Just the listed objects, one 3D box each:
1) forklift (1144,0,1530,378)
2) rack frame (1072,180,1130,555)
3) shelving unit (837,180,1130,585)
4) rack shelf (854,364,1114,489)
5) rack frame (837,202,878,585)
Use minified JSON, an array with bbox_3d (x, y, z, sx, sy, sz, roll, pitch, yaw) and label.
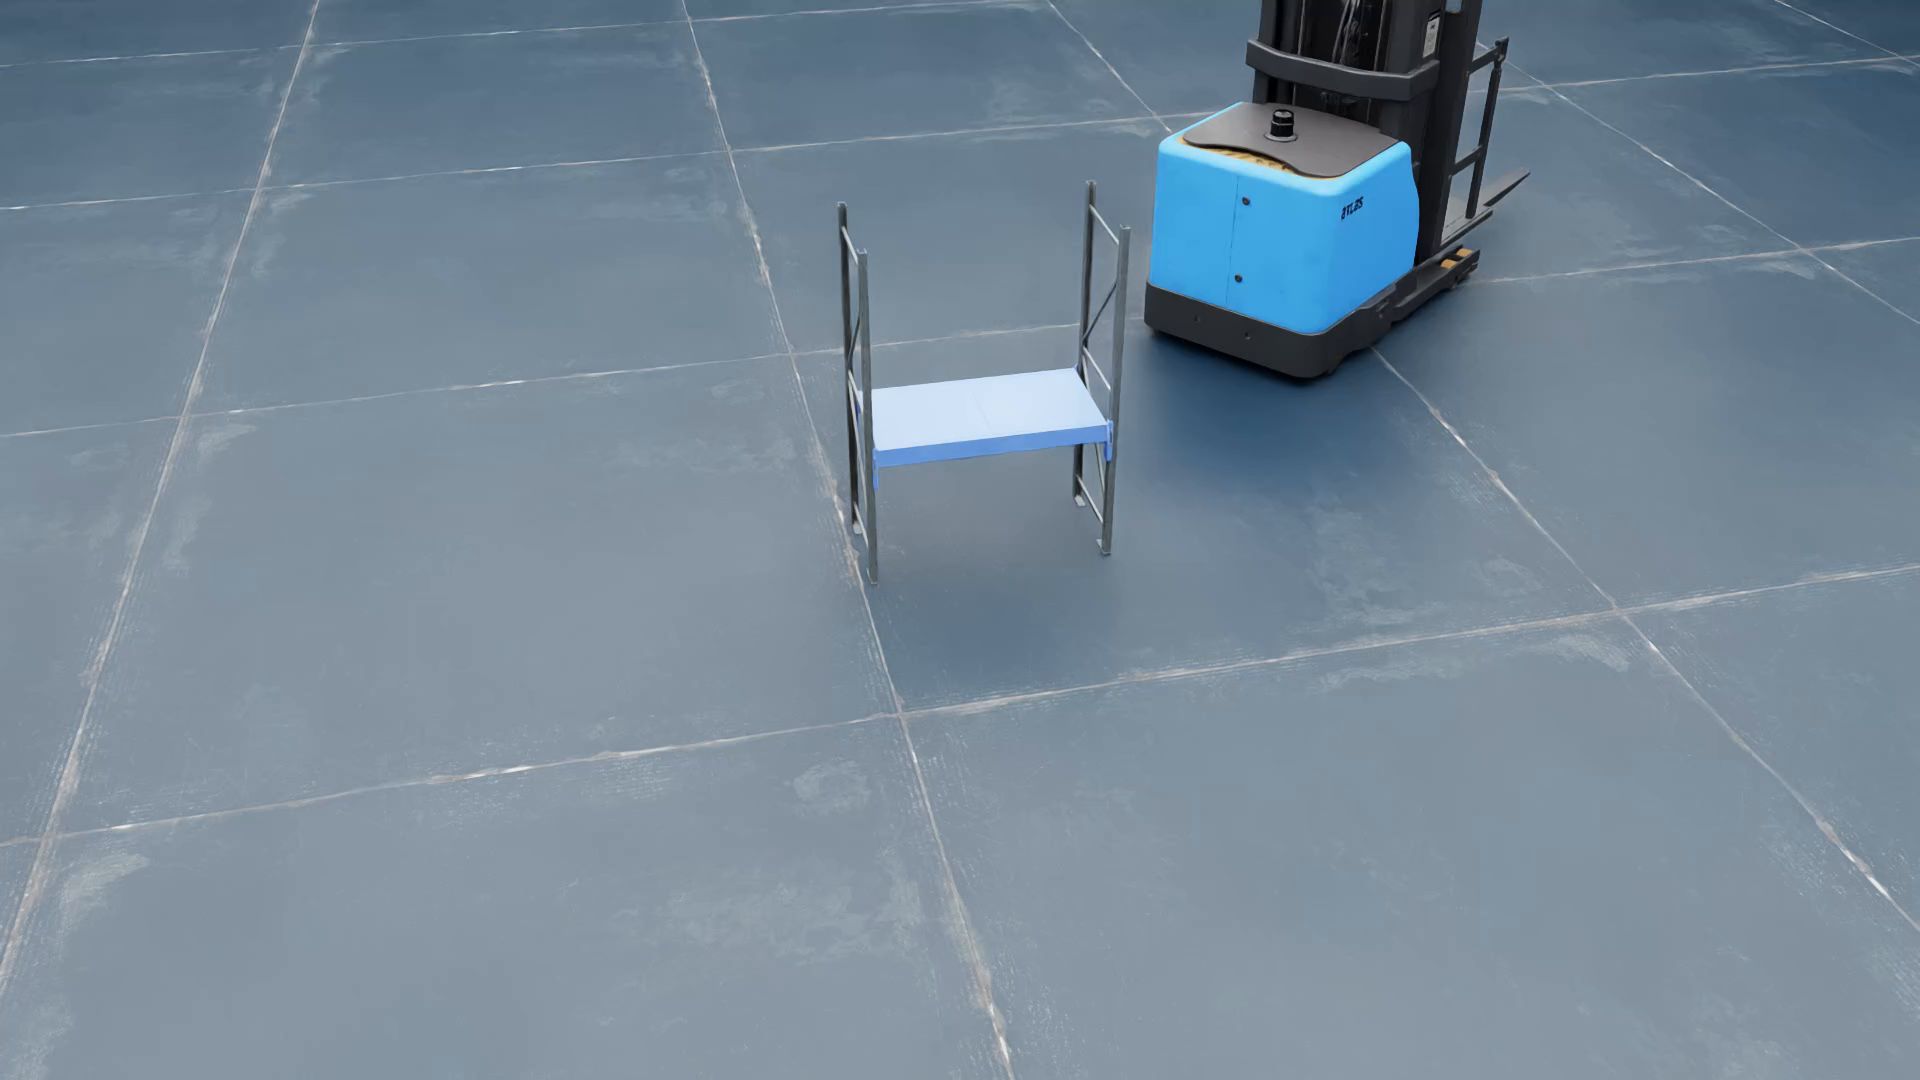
[{"bbox_3d":[2.301,-2.782,8.765,1.130,2.935,3.031,25,41,32],"label":"forklift"},{"bbox_3d":[0.579,-0.696,6.941,0.032,1.500,0.500,-7,35,-11],"label":"rack frame"},{"bbox_3d":[0.083,-0.633,6.848,1.048,1.500,0.538,-7,35,-11],"label":"shelving unit"},{"bbox_3d":[0.083,-0.484,6.948,1.000,0.185,0.538,-7,35,-11],"label":"rack shelf"},{"bbox_3d":[-0.413,-0.571,6.755,0.032,1.500,0.500,-7,35,-11],"label":"rack frame"}]
